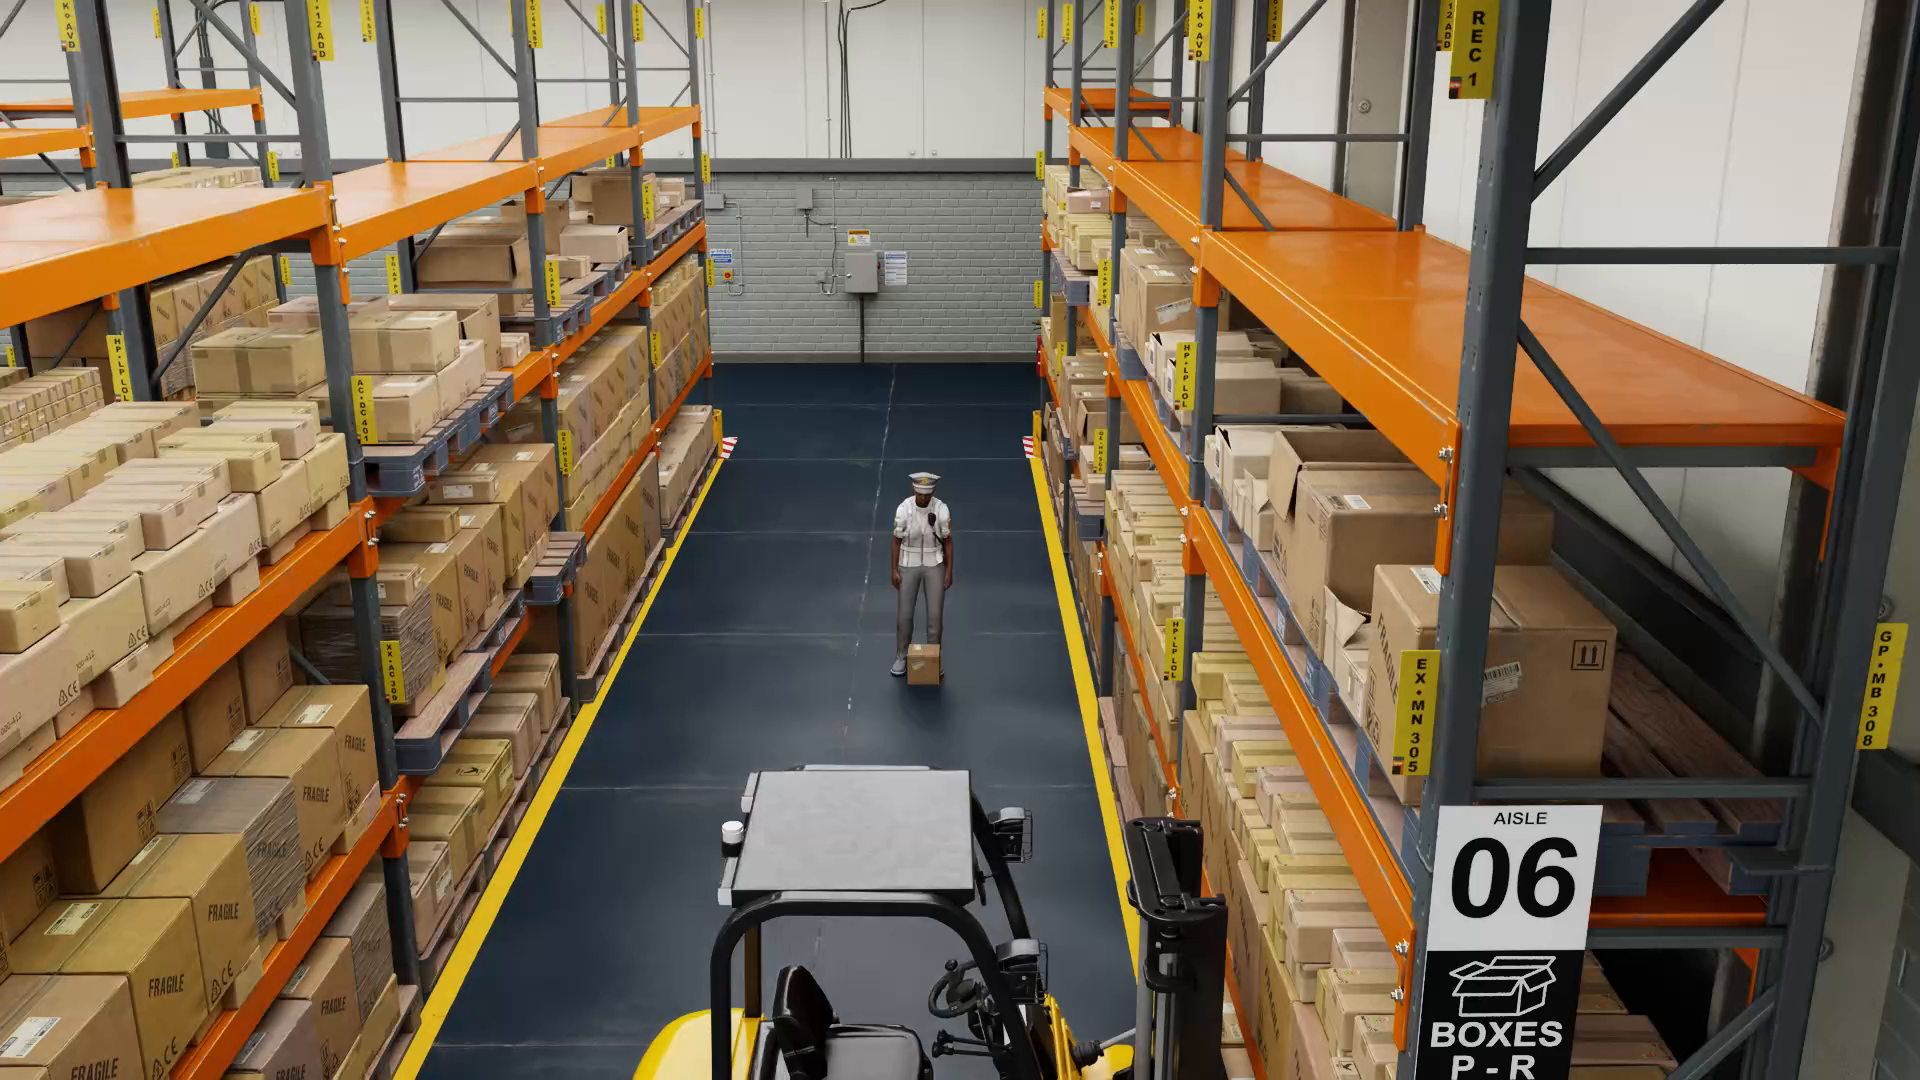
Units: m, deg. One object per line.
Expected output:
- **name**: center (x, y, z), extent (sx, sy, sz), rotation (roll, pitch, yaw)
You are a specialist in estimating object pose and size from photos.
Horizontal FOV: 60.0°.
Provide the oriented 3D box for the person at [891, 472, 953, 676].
- **person**: center (-0.306, 0.253, 13.254), extent (0.506, 1.660, 0.415), rotation (0, 17, 0)
